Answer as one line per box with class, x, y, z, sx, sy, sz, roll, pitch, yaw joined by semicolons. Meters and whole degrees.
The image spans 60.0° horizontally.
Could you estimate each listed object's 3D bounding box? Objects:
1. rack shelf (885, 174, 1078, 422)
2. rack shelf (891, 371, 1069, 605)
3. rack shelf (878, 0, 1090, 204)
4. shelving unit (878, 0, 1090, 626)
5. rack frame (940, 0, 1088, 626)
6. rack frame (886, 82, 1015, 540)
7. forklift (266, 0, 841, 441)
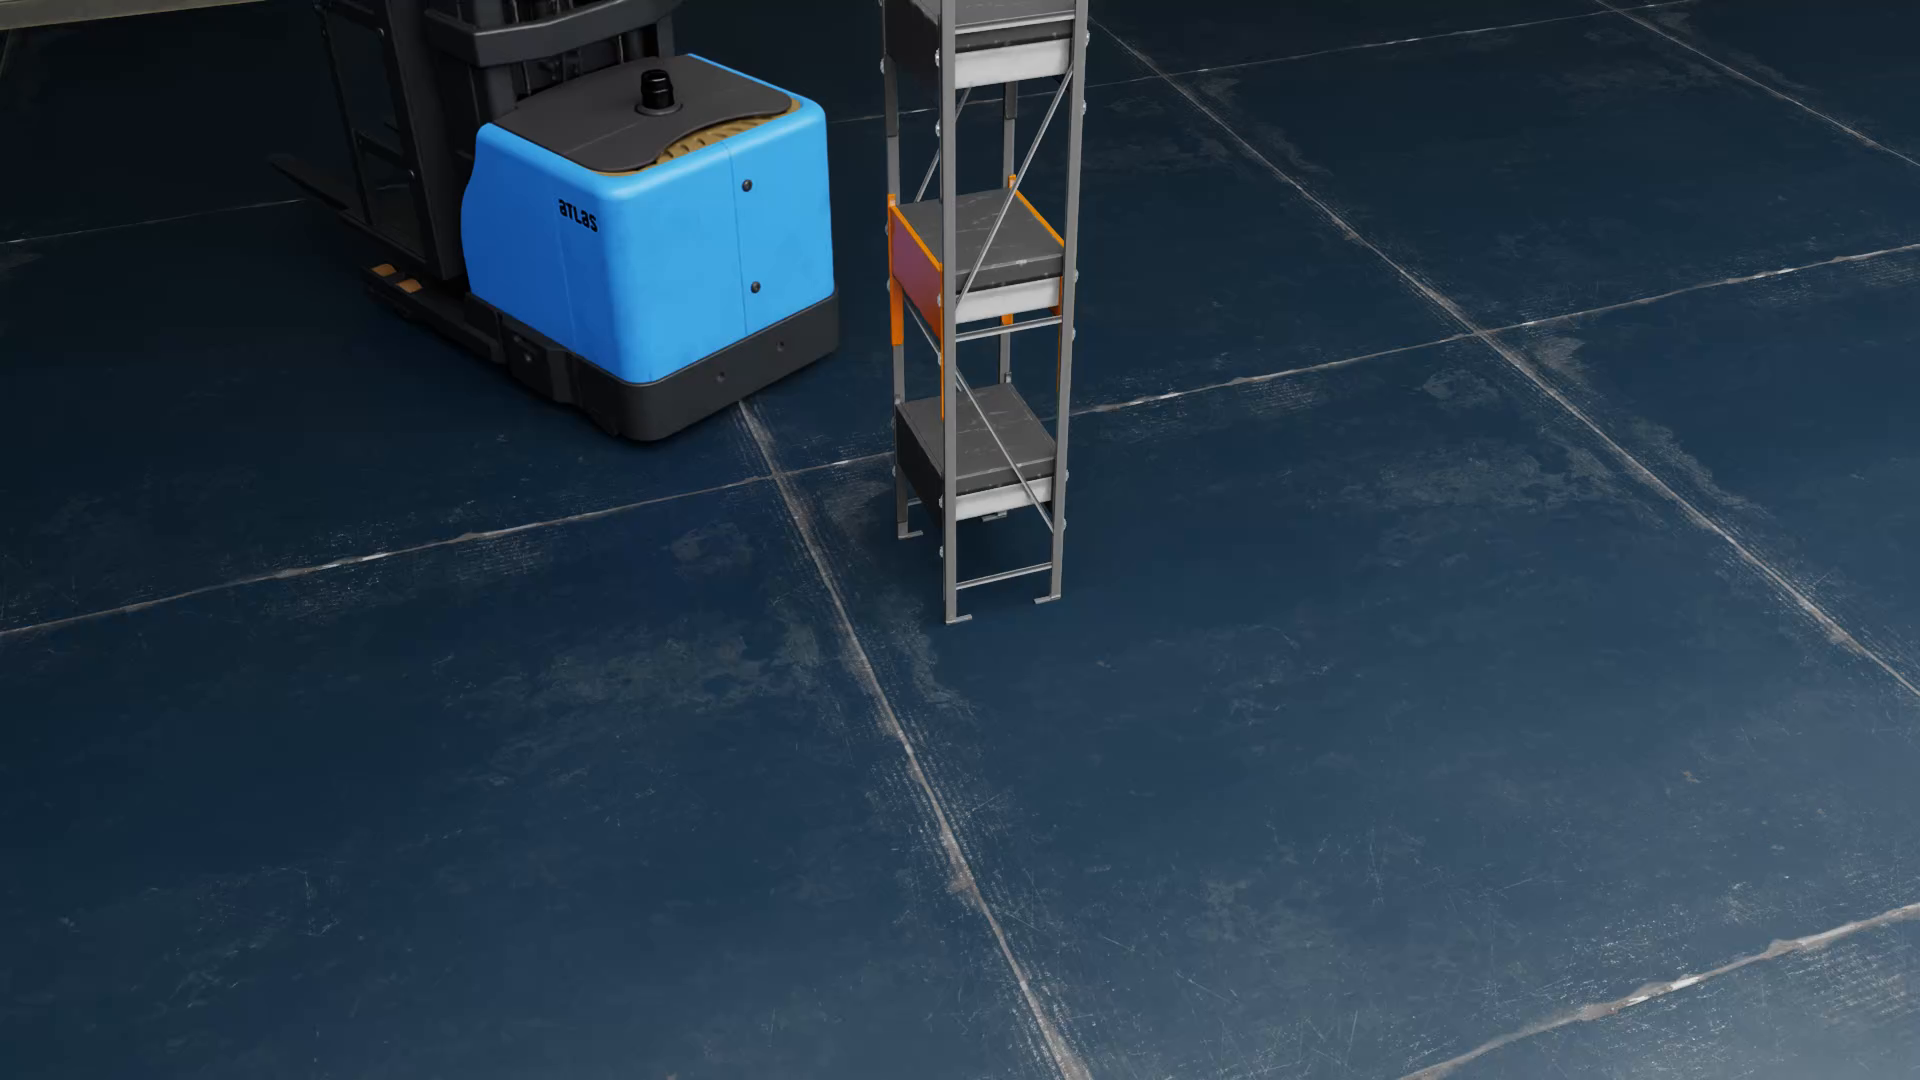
rack shelf;0.057;-0.734;5.002;0.431;0.518;0.480;-12;39;-16
rack shelf;0.057;-0.175;5.423;0.431;0.518;0.480;-12;39;-16
rack shelf;0.057;-1.293;4.581;0.431;0.518;0.480;-12;39;-16
shelving unit;0.057;-0.745;4.994;0.431;2.100;0.503;-12;39;-16
rack frame;0.141;-0.607;4.811;0.400;2.100;0.015;-12;39;-16
rack frame;-0.027;-0.883;5.177;0.400;2.100;0.015;-12;39;-16
forklift;-1.899;-2.302;6.370;3.031;2.935;1.130;29;46;33
